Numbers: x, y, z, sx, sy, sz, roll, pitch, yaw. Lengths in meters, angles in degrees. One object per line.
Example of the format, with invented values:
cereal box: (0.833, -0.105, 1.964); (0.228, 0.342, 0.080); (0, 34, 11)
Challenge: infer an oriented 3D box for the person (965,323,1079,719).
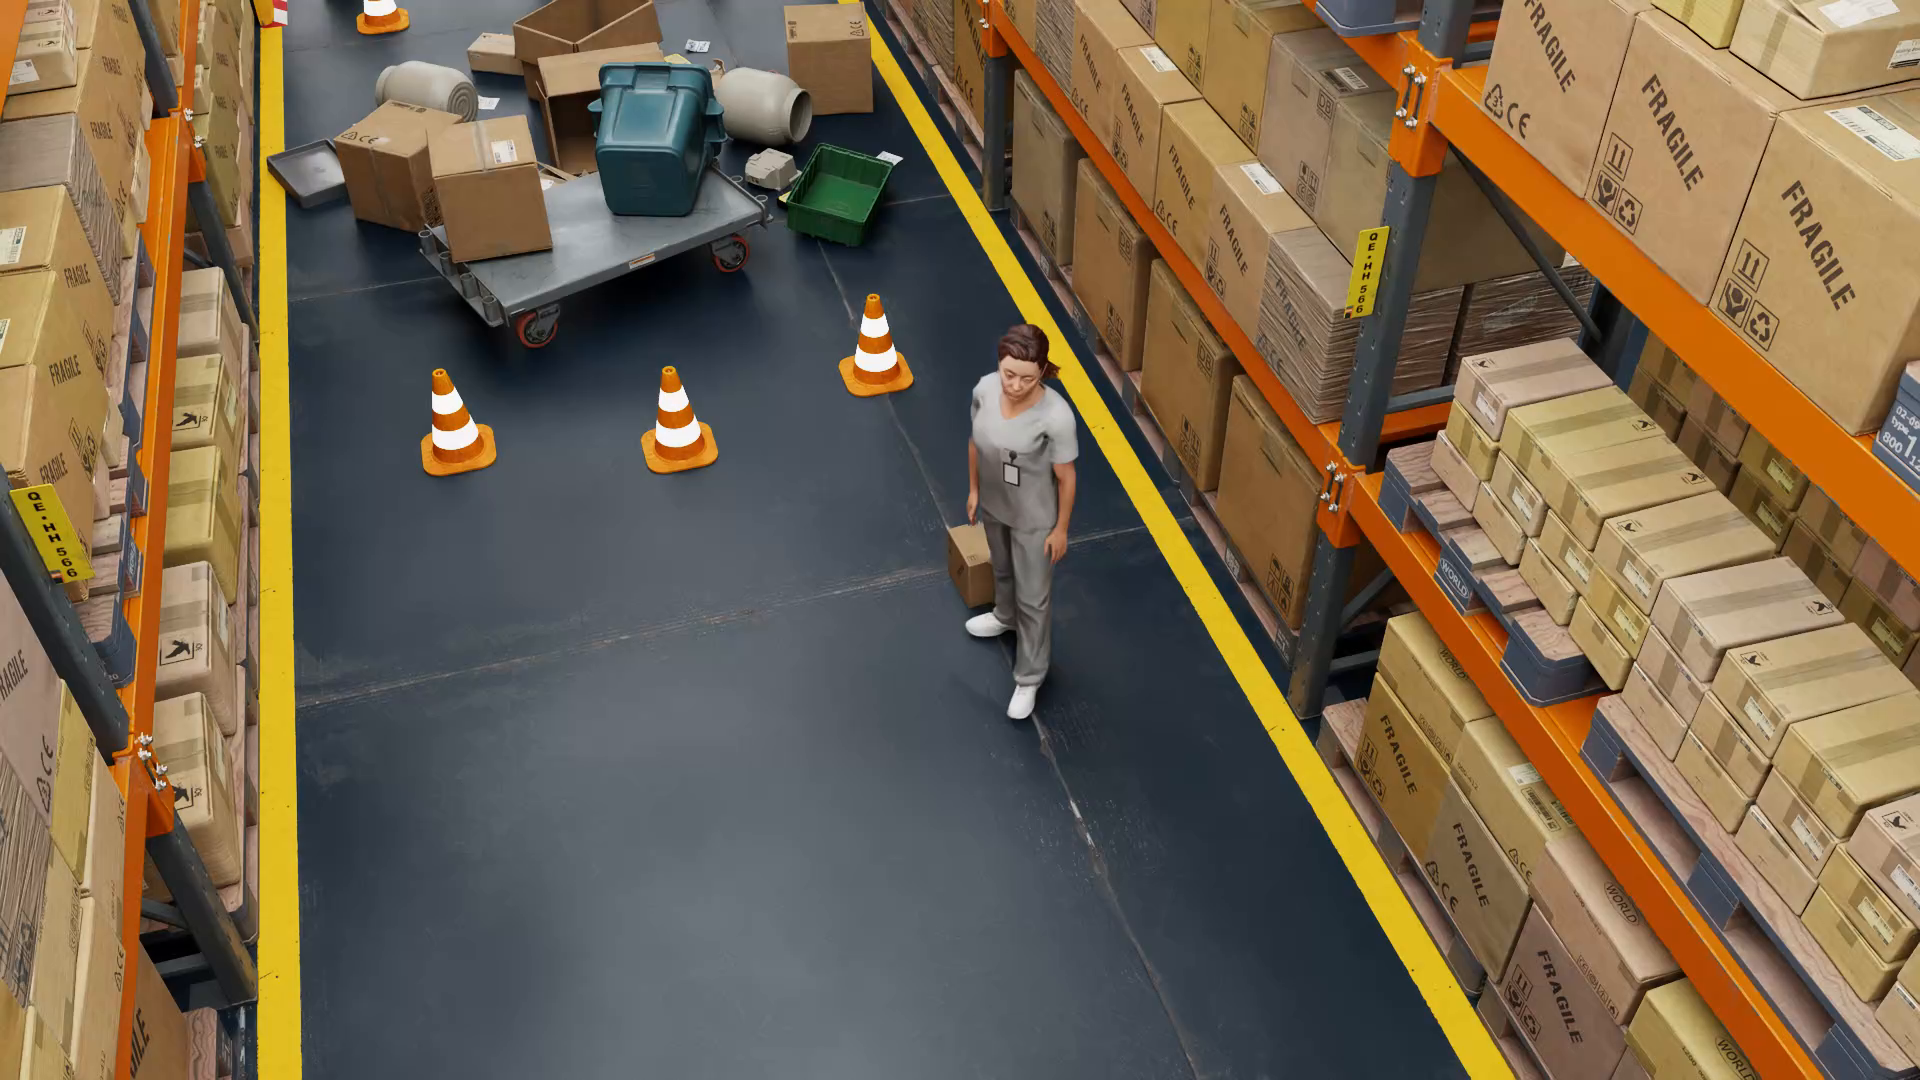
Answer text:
person: (0.204, -0.116, 6.262); (0.519, 1.669, 0.496); (32, 51, 30)
